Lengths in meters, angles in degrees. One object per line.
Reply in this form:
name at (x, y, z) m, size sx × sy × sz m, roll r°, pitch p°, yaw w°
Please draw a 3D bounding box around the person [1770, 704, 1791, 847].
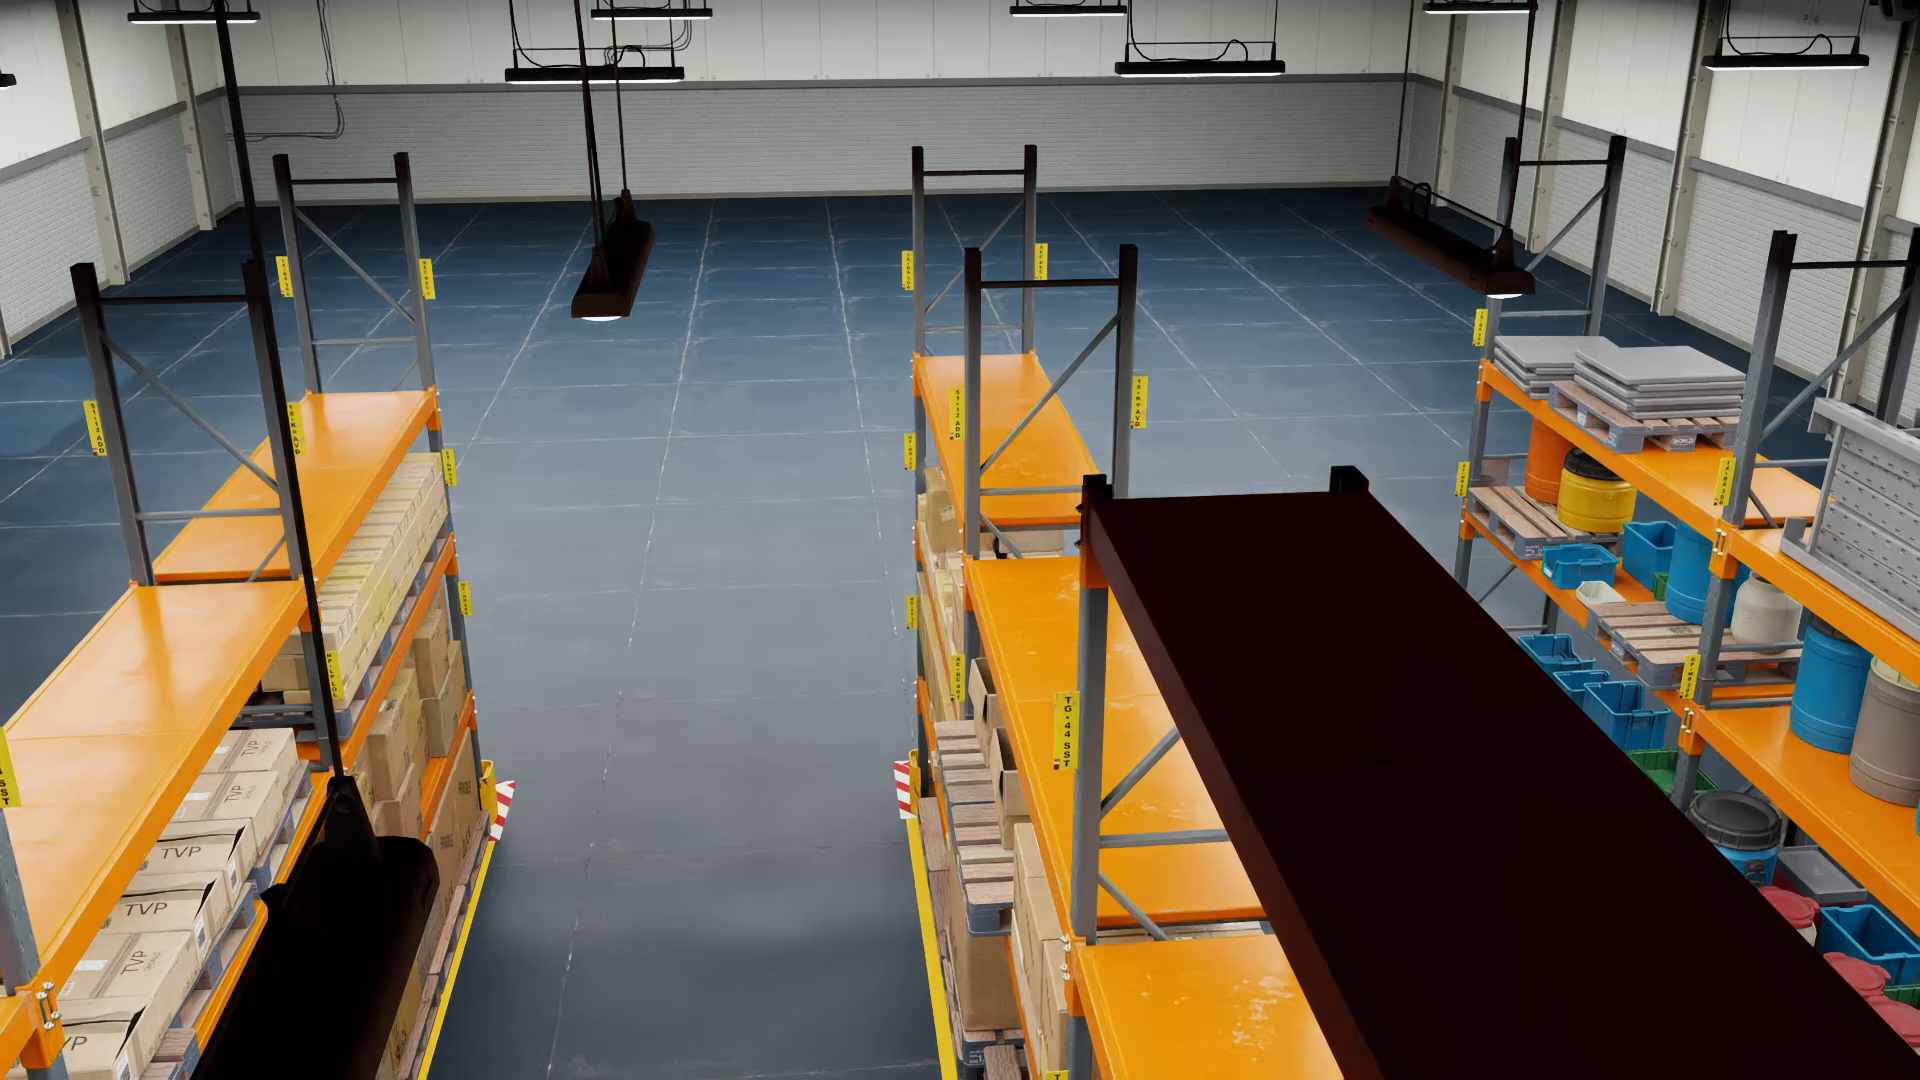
person at (7.323, 1.875, 14.543) m, size 0.574 × 1.726 × 0.471 m, roll -2°, pitch 22°, yaw -6°
